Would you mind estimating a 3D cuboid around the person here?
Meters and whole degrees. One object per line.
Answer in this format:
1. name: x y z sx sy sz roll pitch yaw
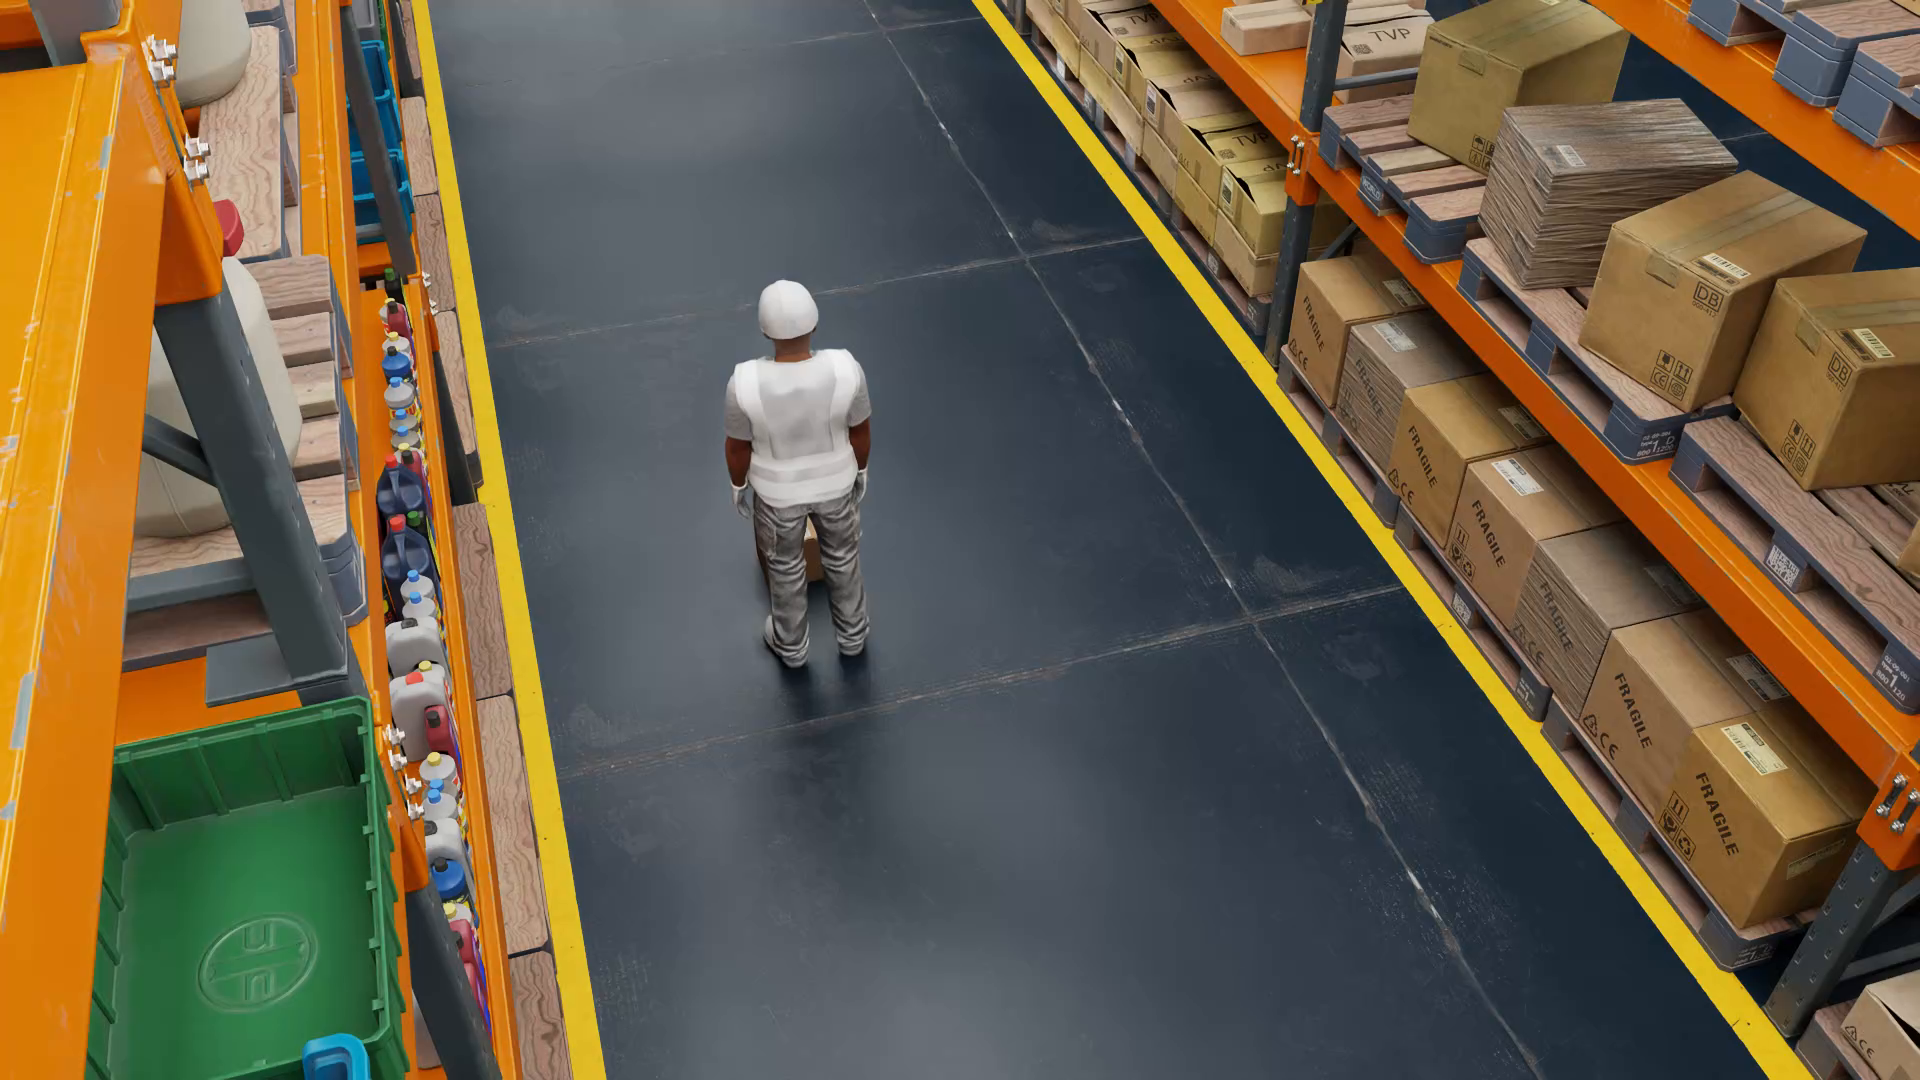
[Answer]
1. person: -0.613 -0.234 6.395 0.551 1.786 0.358 -10 43 -11
